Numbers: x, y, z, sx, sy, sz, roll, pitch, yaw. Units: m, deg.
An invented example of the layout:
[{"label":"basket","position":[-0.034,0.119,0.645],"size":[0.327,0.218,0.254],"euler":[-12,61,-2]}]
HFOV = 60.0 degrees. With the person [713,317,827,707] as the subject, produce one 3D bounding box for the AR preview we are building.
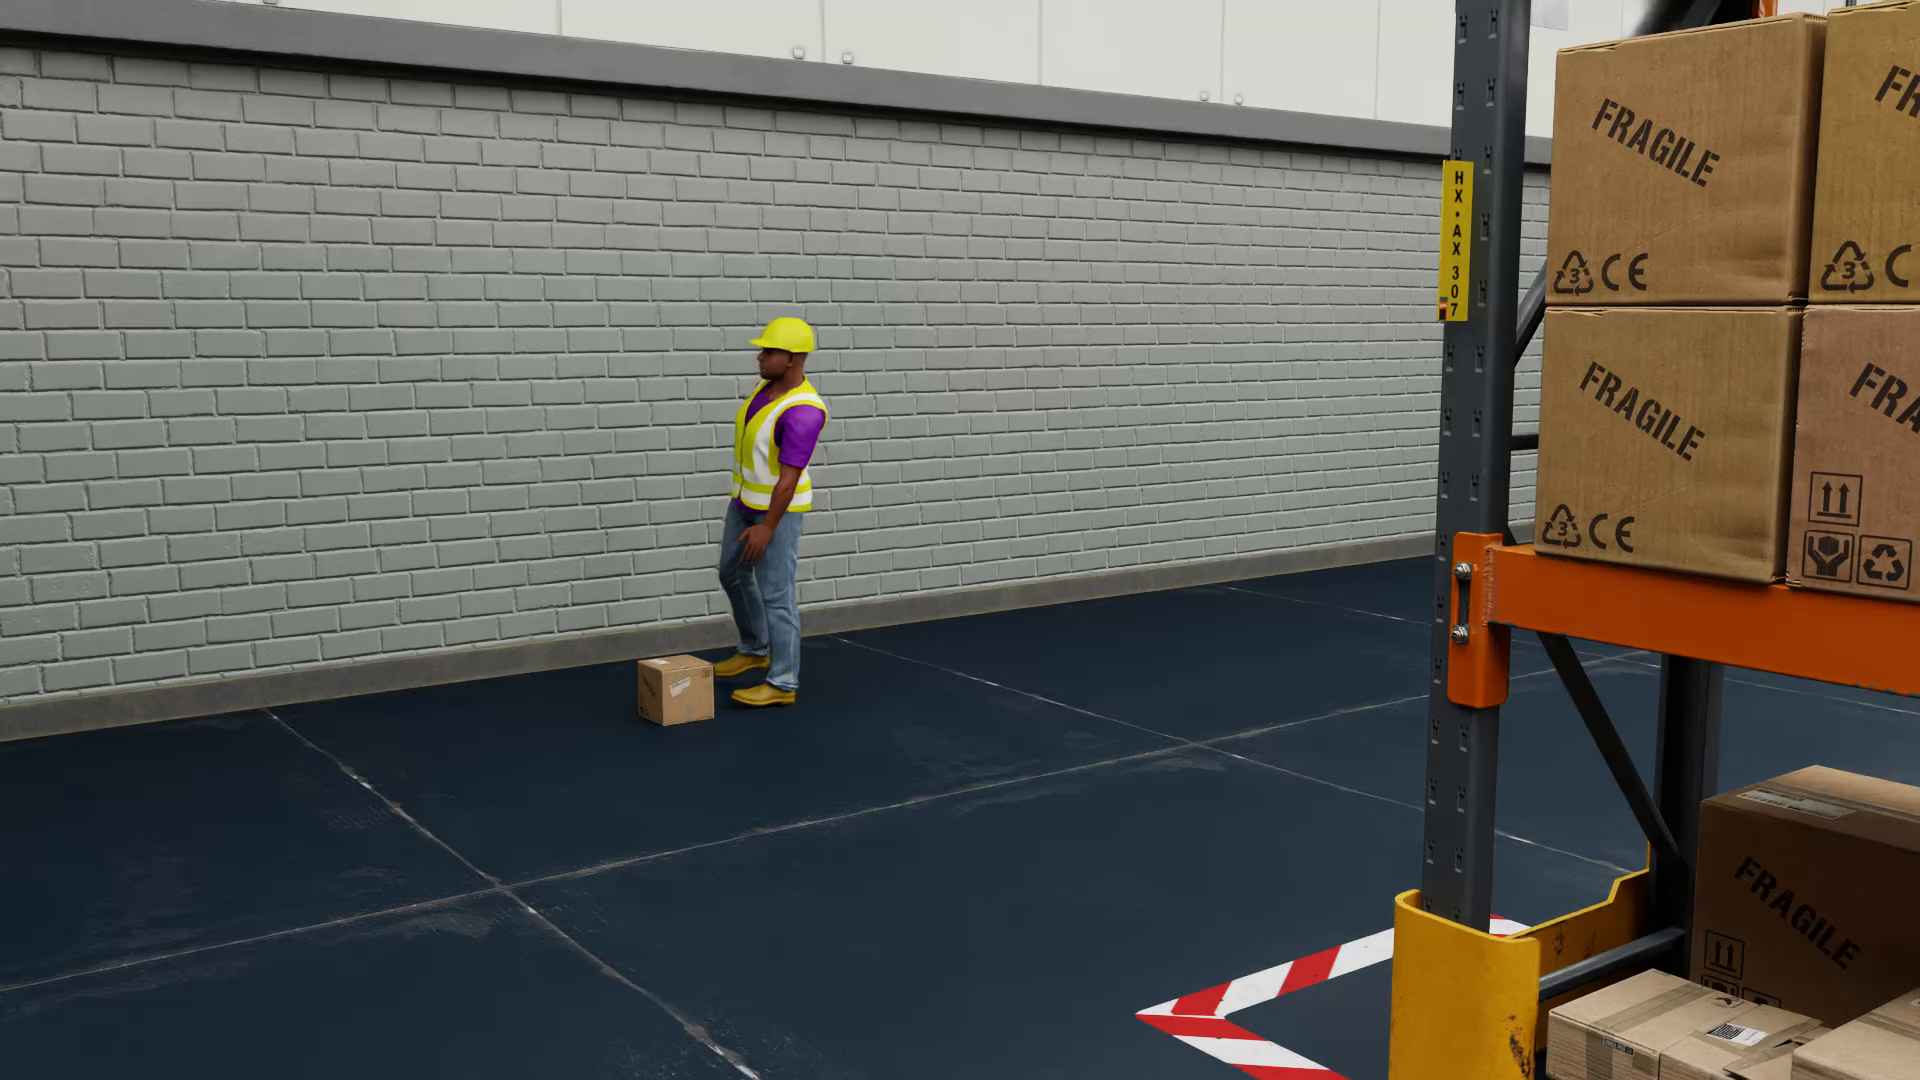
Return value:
[{"label":"person","position":[-0.923,-0.127,7.611],"size":[0.426,1.770,0.815],"euler":[-6,10,-36]}]
